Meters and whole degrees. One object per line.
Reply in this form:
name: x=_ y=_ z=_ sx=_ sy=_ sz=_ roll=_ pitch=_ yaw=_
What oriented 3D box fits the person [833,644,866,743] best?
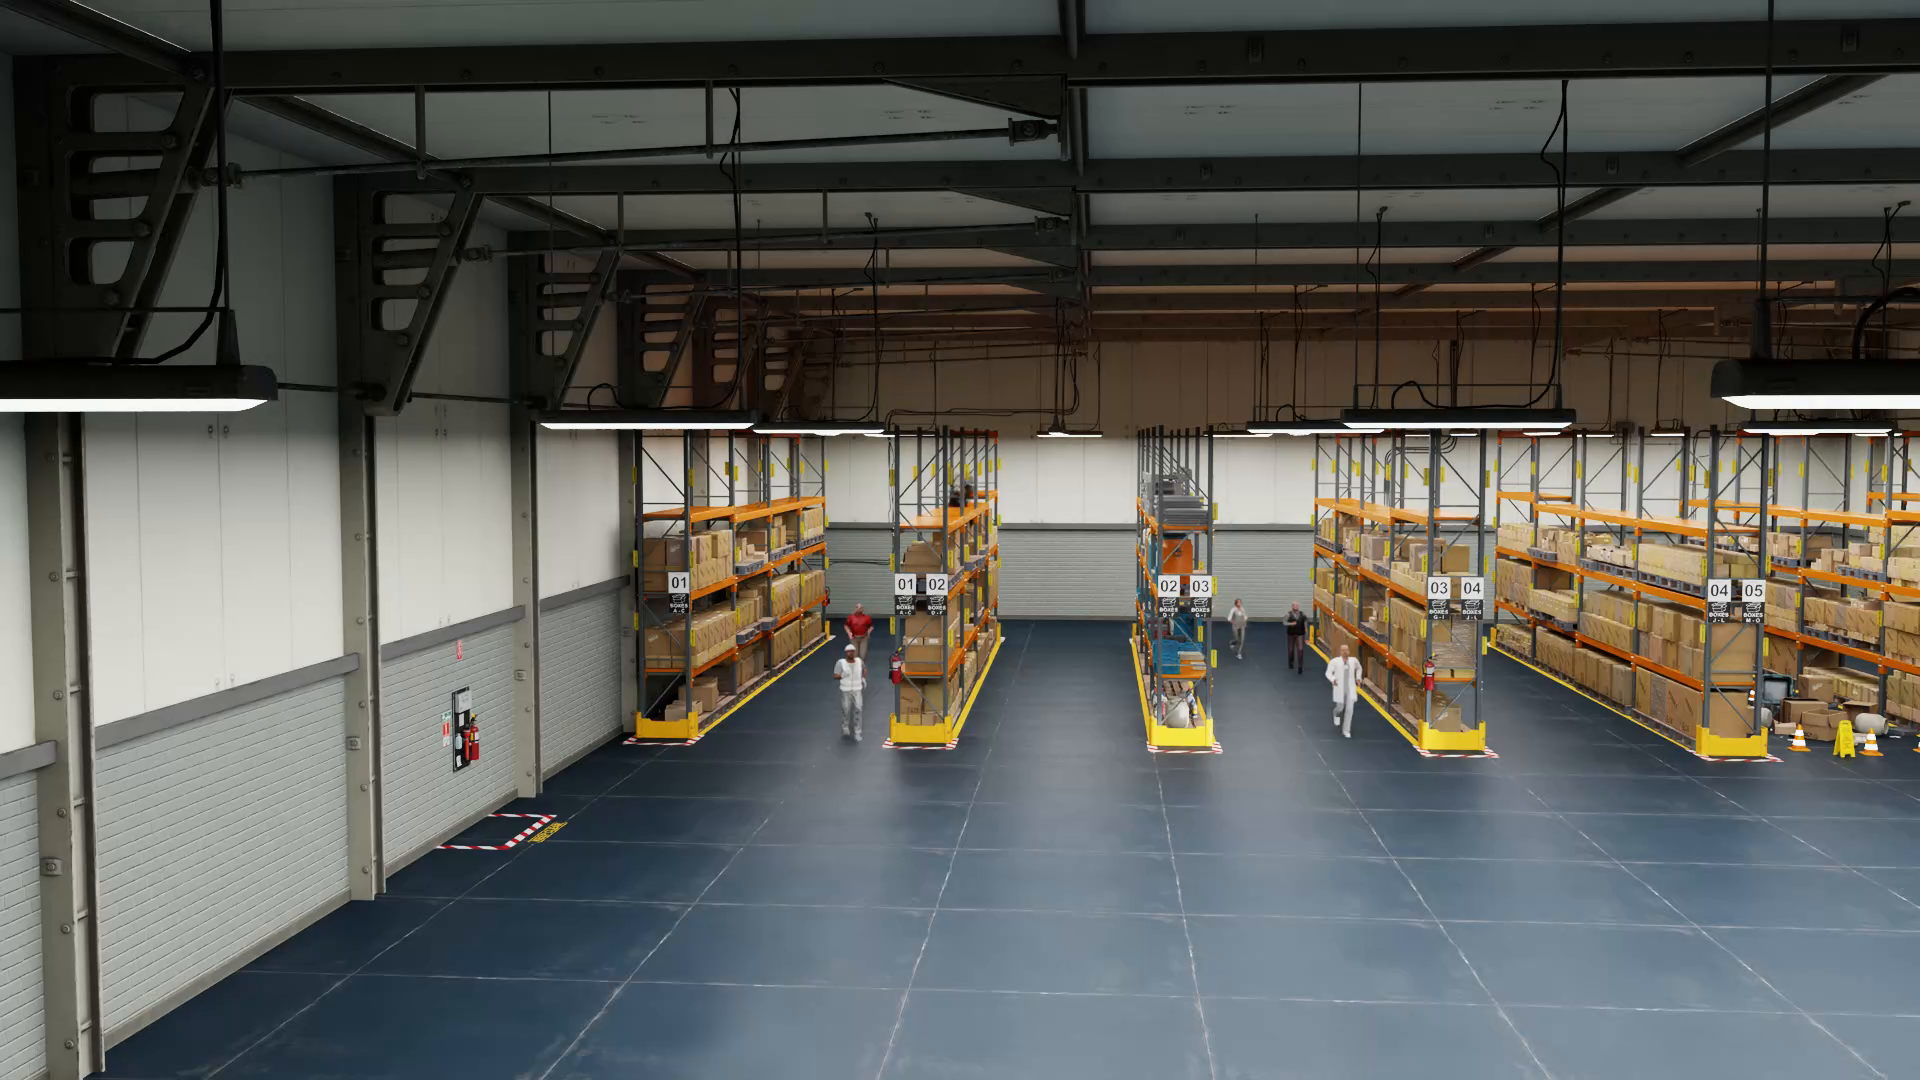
person: x=-2.089 y=2.903 z=31.784 sx=0.667 sy=1.831 sz=0.750 roll=-1 pitch=3 yaw=-11

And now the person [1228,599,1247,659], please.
person: x=7.312 y=2.320 z=43.760 sx=0.536 sy=1.565 sz=0.651 roll=-1 pitch=3 yaw=-10

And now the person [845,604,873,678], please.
person: x=-2.303 y=2.322 z=38.014 sx=0.658 sy=1.724 sz=0.580 roll=0 pitch=3 yaw=-5

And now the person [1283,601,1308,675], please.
person: x=8.266 y=2.393 z=40.960 sx=0.633 sy=1.772 sz=0.821 roll=0 pitch=3 yaw=7

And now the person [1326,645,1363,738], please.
person: x=7.489 y=2.915 z=32.359 sx=0.722 sy=1.765 sz=0.955 roll=0 pitch=3 yaw=4
